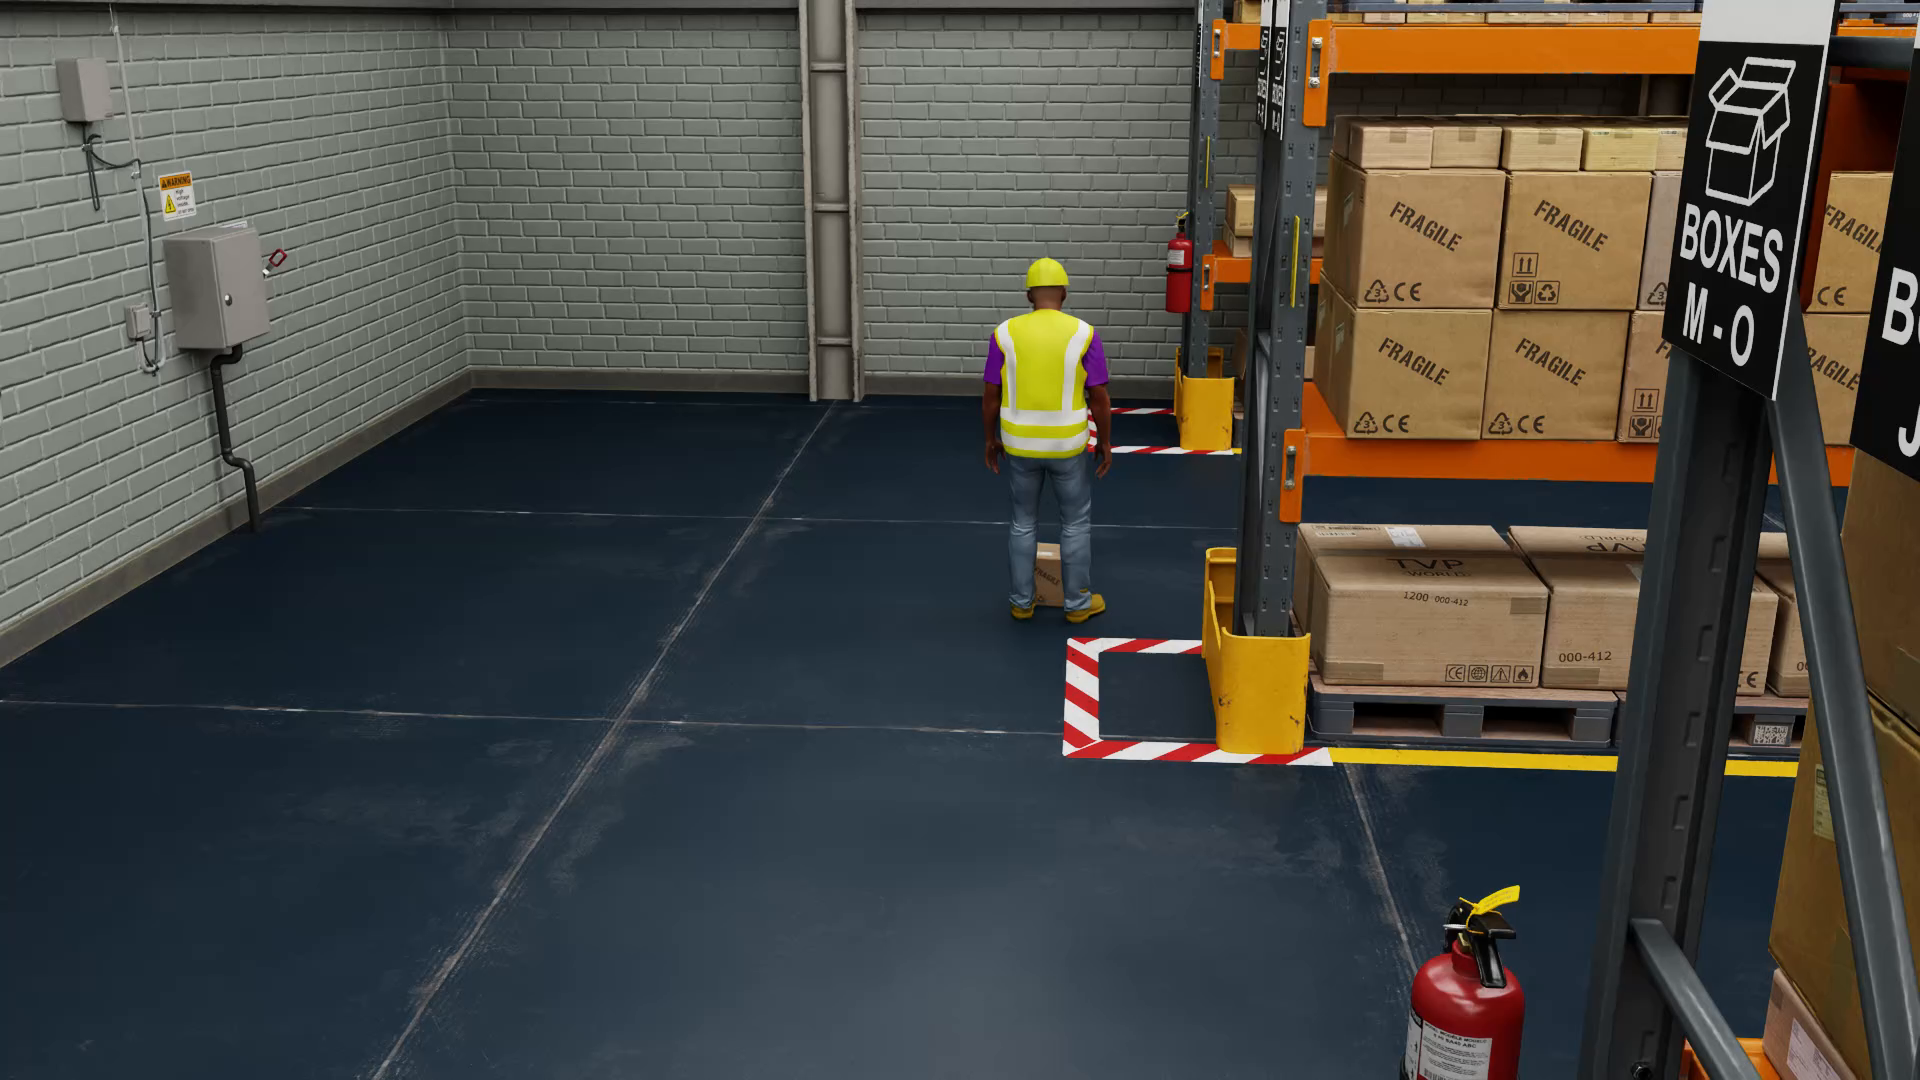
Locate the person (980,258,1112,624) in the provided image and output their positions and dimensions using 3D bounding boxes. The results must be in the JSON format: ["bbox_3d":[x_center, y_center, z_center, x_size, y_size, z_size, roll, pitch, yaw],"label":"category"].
[{"bbox_3d":[0.418,-0.475,8.039,0.632,1.759,0.462,4,18,11],"label":"person"}]
